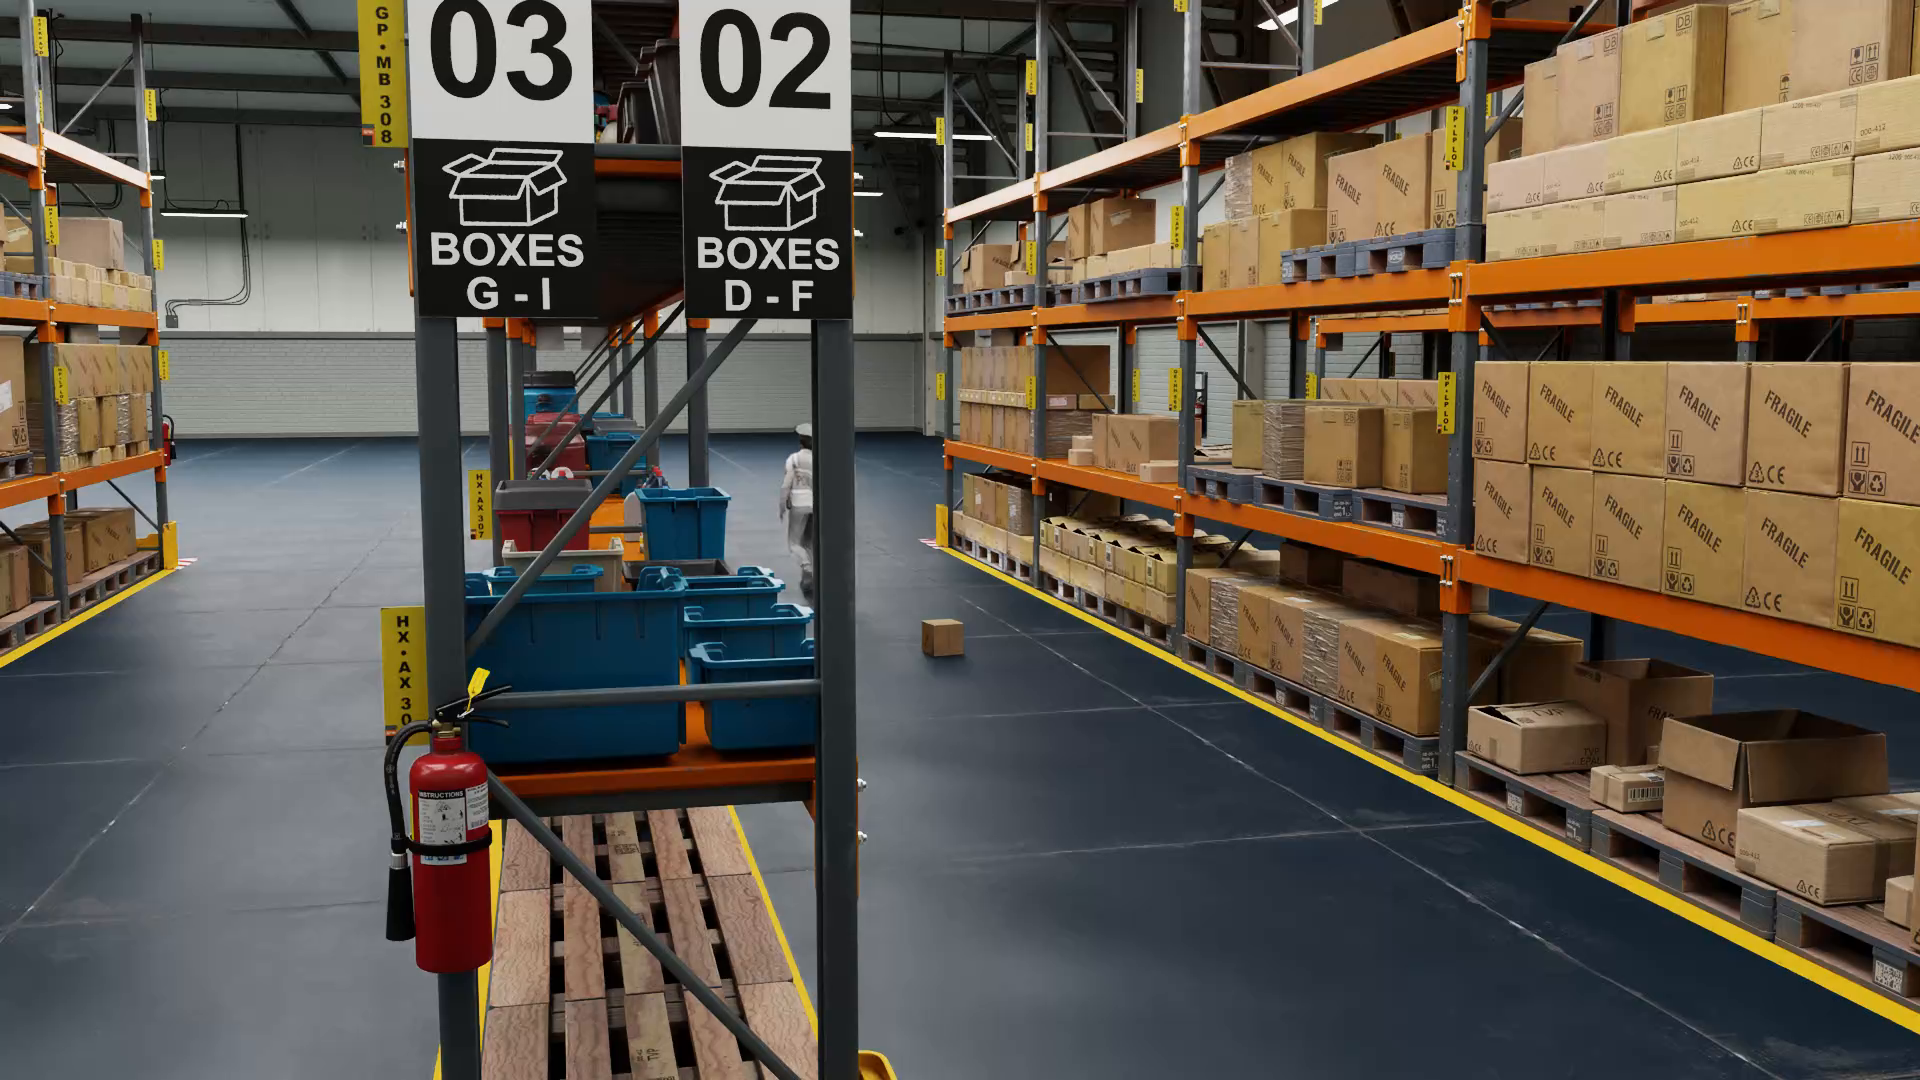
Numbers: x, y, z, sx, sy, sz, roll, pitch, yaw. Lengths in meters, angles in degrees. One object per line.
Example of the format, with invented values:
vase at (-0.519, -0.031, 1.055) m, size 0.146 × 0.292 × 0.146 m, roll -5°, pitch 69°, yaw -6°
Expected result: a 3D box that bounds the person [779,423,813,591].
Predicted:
person at (-1.488, -0.305, 16.208) m, size 0.483 × 1.657 × 0.808 m, roll -3°, pitch 7°, yaw -24°
